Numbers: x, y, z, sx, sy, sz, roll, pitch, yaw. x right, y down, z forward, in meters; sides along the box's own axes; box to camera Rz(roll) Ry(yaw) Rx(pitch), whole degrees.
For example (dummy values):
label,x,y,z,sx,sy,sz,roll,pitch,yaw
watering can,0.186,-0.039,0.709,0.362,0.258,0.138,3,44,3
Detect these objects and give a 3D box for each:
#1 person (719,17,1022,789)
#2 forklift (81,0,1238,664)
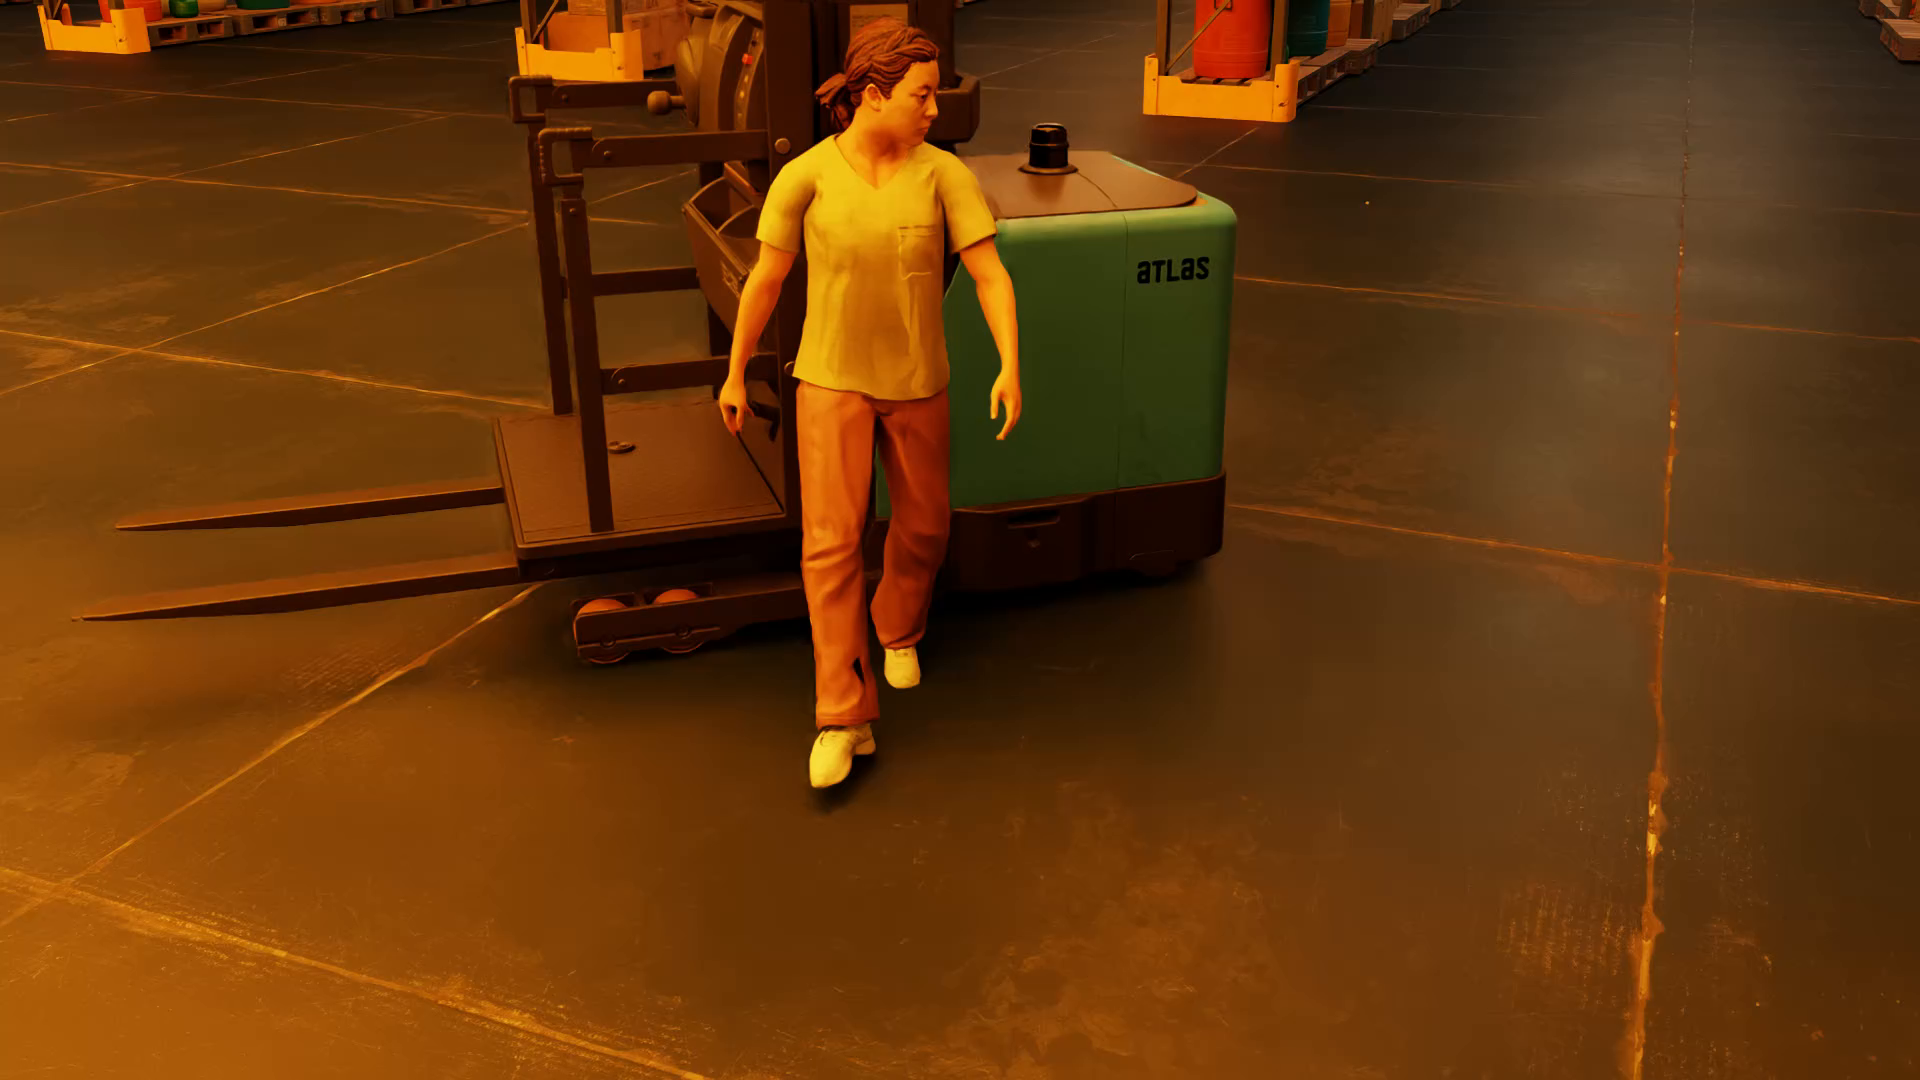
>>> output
label,x,y,z,sx,sy,sz,roll,pitch,yaw
person,-0.203,-0.315,3.757,0.653,1.644,0.845,-5,23,-12
forklift,-0.809,-1.258,4.303,3.031,2.935,1.130,-7,24,-17
